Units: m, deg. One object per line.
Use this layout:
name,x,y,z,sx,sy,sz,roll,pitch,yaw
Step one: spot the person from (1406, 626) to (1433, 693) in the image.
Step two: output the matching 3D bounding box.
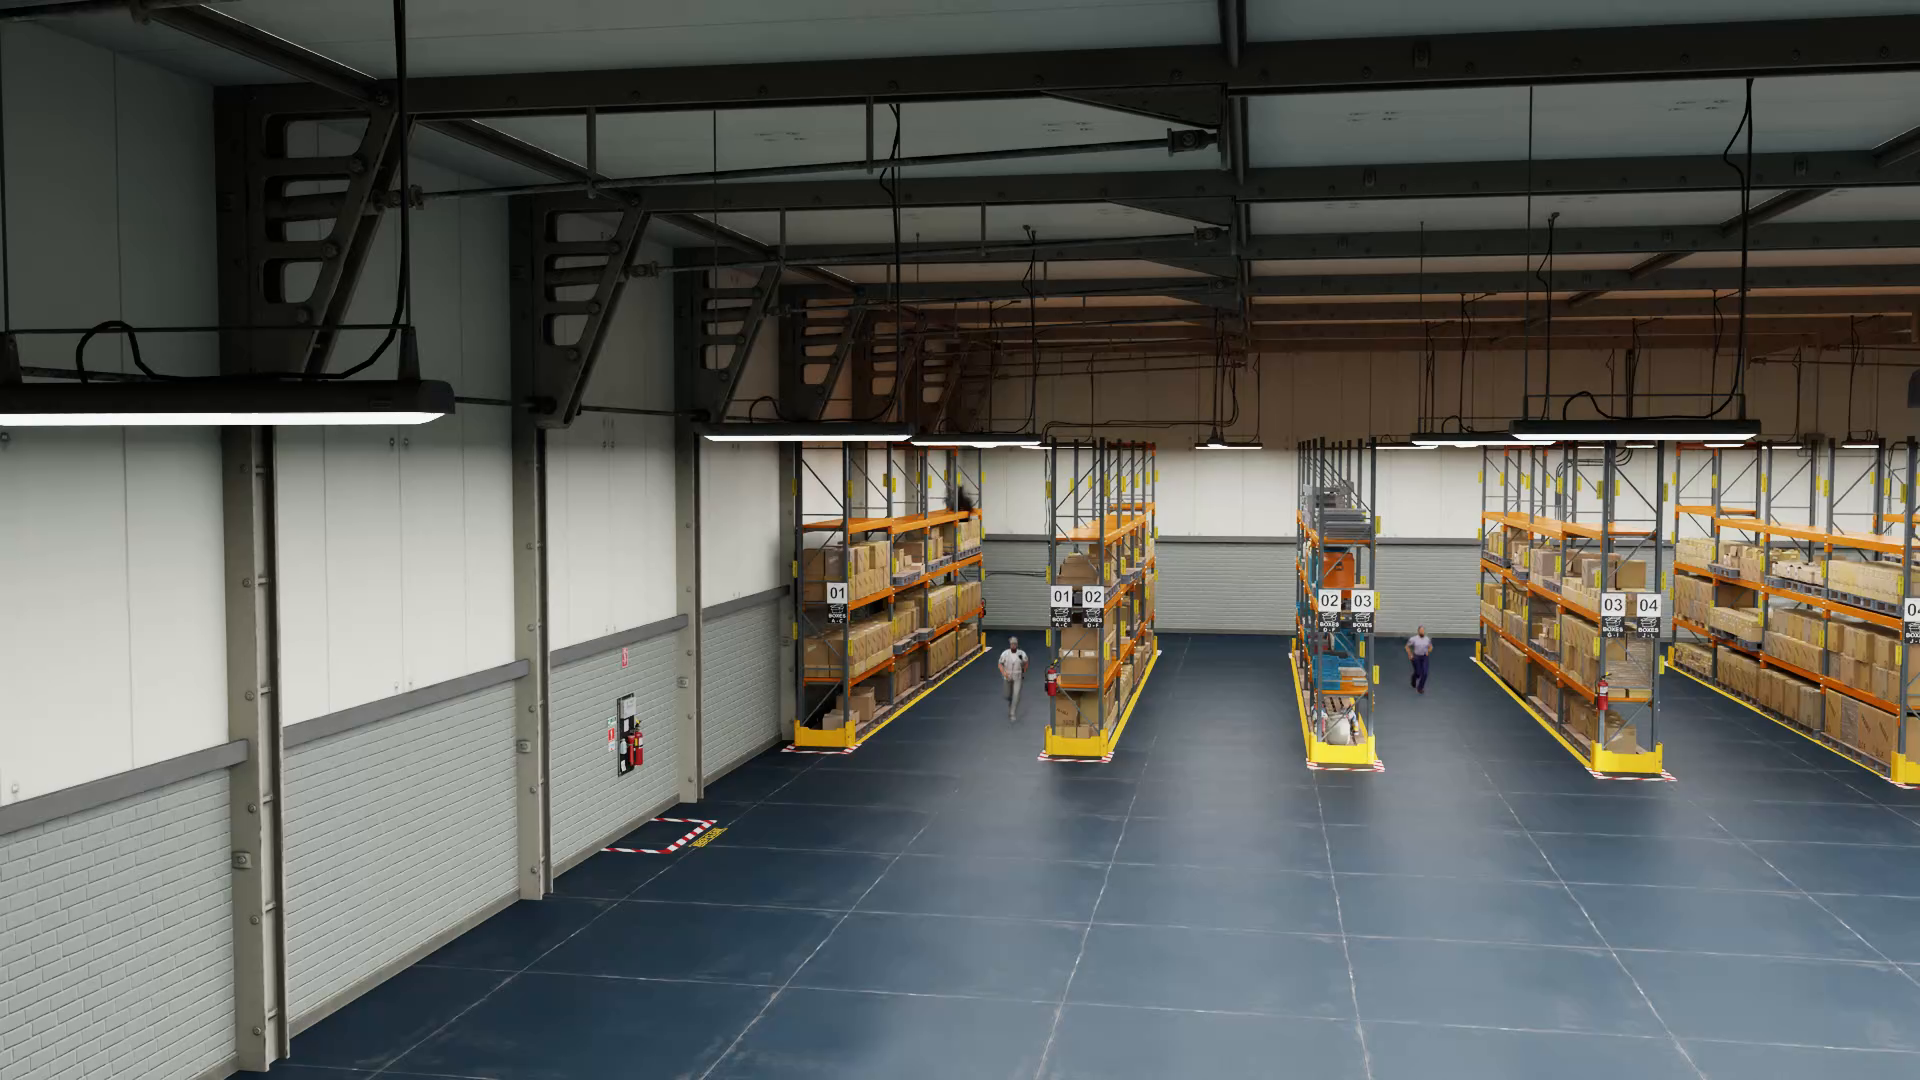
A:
person,10.926,2.837,39.478,0.607,1.596,0.556,0,3,-3

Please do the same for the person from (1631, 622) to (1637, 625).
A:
person,17.422,2.660,42.673,0.596,1.639,0.813,1,3,12

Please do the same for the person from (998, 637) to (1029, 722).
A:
person,1.143,2.976,35.819,0.641,1.784,1.036,1,3,10
